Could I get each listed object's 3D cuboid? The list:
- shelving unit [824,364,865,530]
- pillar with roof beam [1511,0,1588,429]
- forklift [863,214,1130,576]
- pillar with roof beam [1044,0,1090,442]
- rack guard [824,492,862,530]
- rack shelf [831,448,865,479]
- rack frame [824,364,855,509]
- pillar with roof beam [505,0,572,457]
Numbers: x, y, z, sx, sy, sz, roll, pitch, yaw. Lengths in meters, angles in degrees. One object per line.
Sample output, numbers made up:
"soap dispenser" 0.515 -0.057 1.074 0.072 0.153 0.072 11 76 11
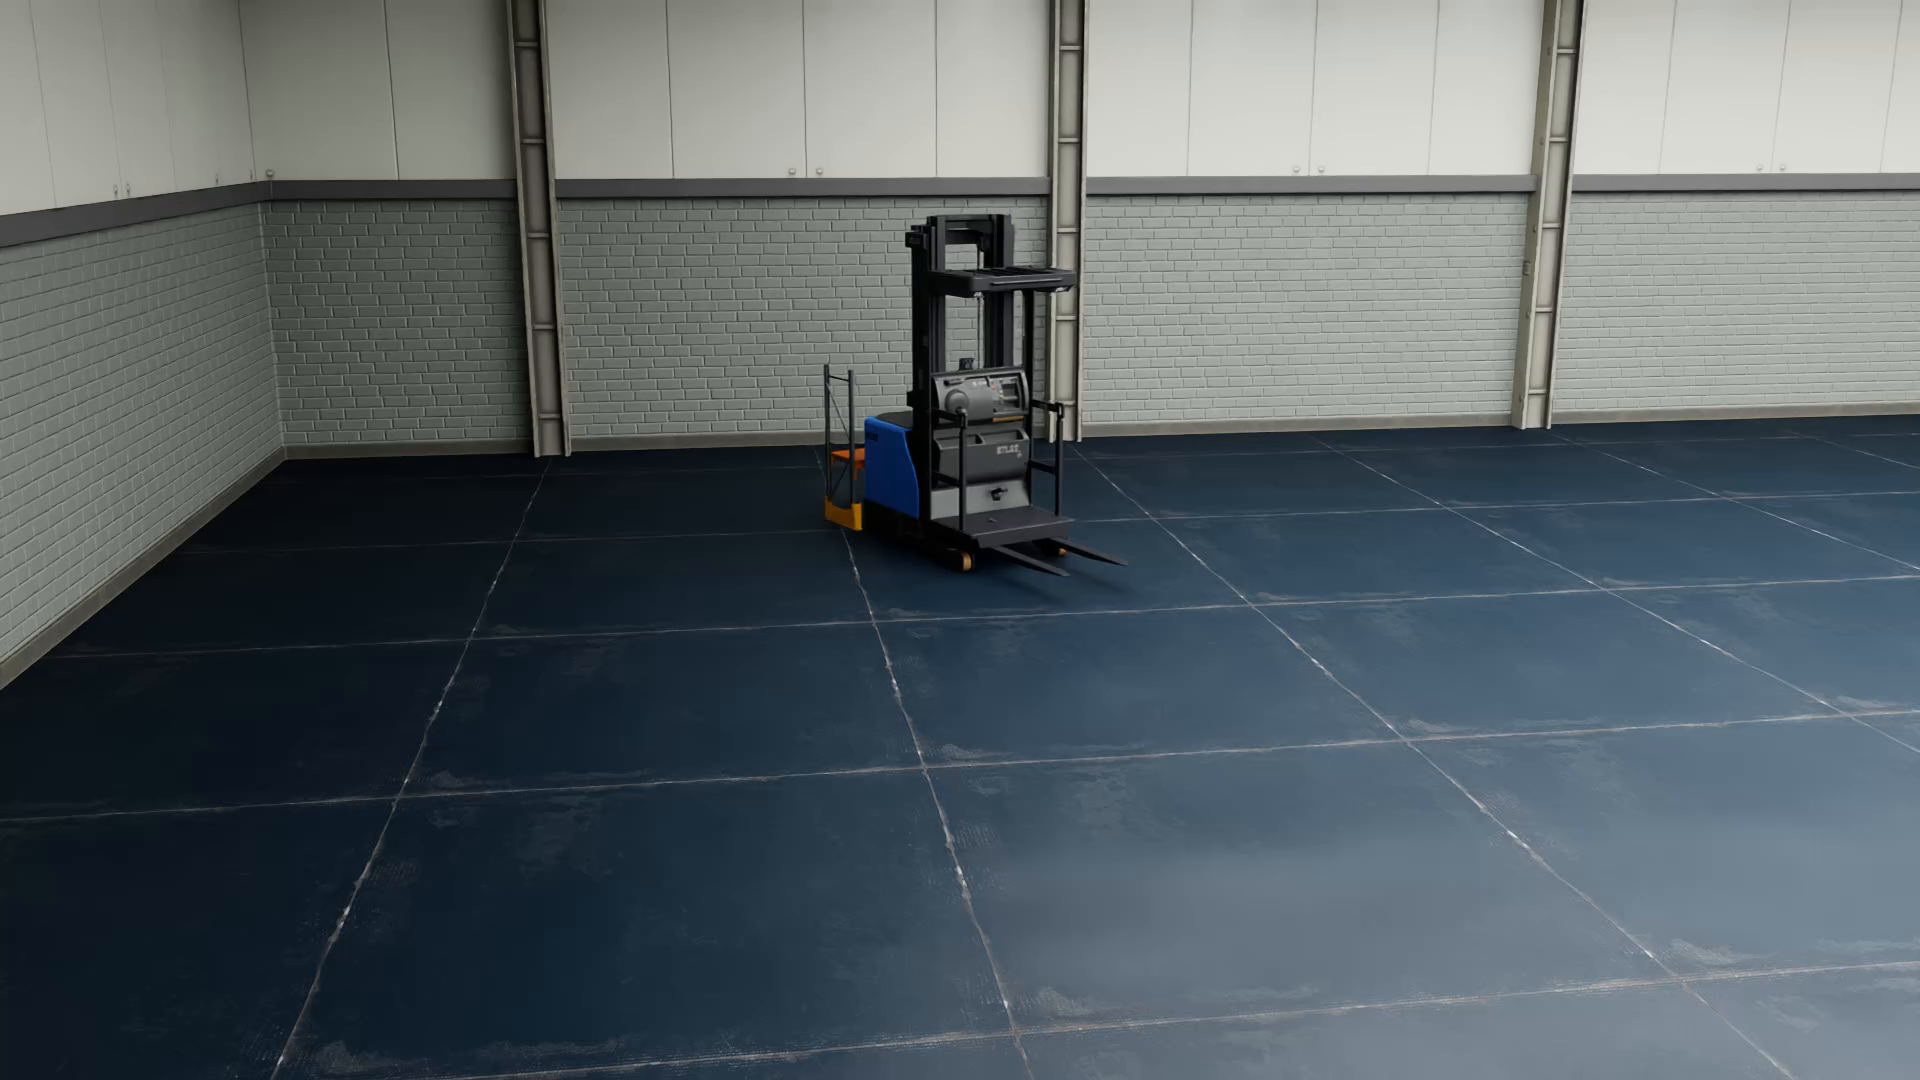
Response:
"shelving unit" -0.701 -0.951 15.931 1.083 1.500 0.587 -9 17 -33
"pillar with roof beam" 7.814 -4.756 15.688 0.400 9.000 9.100 -2 14 -8
"forklift" 0.302 -1.280 14.300 1.130 2.935 3.031 -9 16 -31
"pillar with roof beam" 1.881 -4.539 14.821 0.400 9.000 9.100 -2 14 -8
"rack guard" -1.114 -0.277 15.814 0.087 0.250 0.587 -9 17 -33
"rack shelf" -0.708 -0.775 15.970 1.000 0.185 0.538 -9 17 -33
"rack frame" -1.131 -0.881 15.651 0.032 1.500 0.500 -9 17 -33
"pillar with roof beam" -4.052 -4.322 13.954 0.400 9.000 9.100 -2 14 -8
